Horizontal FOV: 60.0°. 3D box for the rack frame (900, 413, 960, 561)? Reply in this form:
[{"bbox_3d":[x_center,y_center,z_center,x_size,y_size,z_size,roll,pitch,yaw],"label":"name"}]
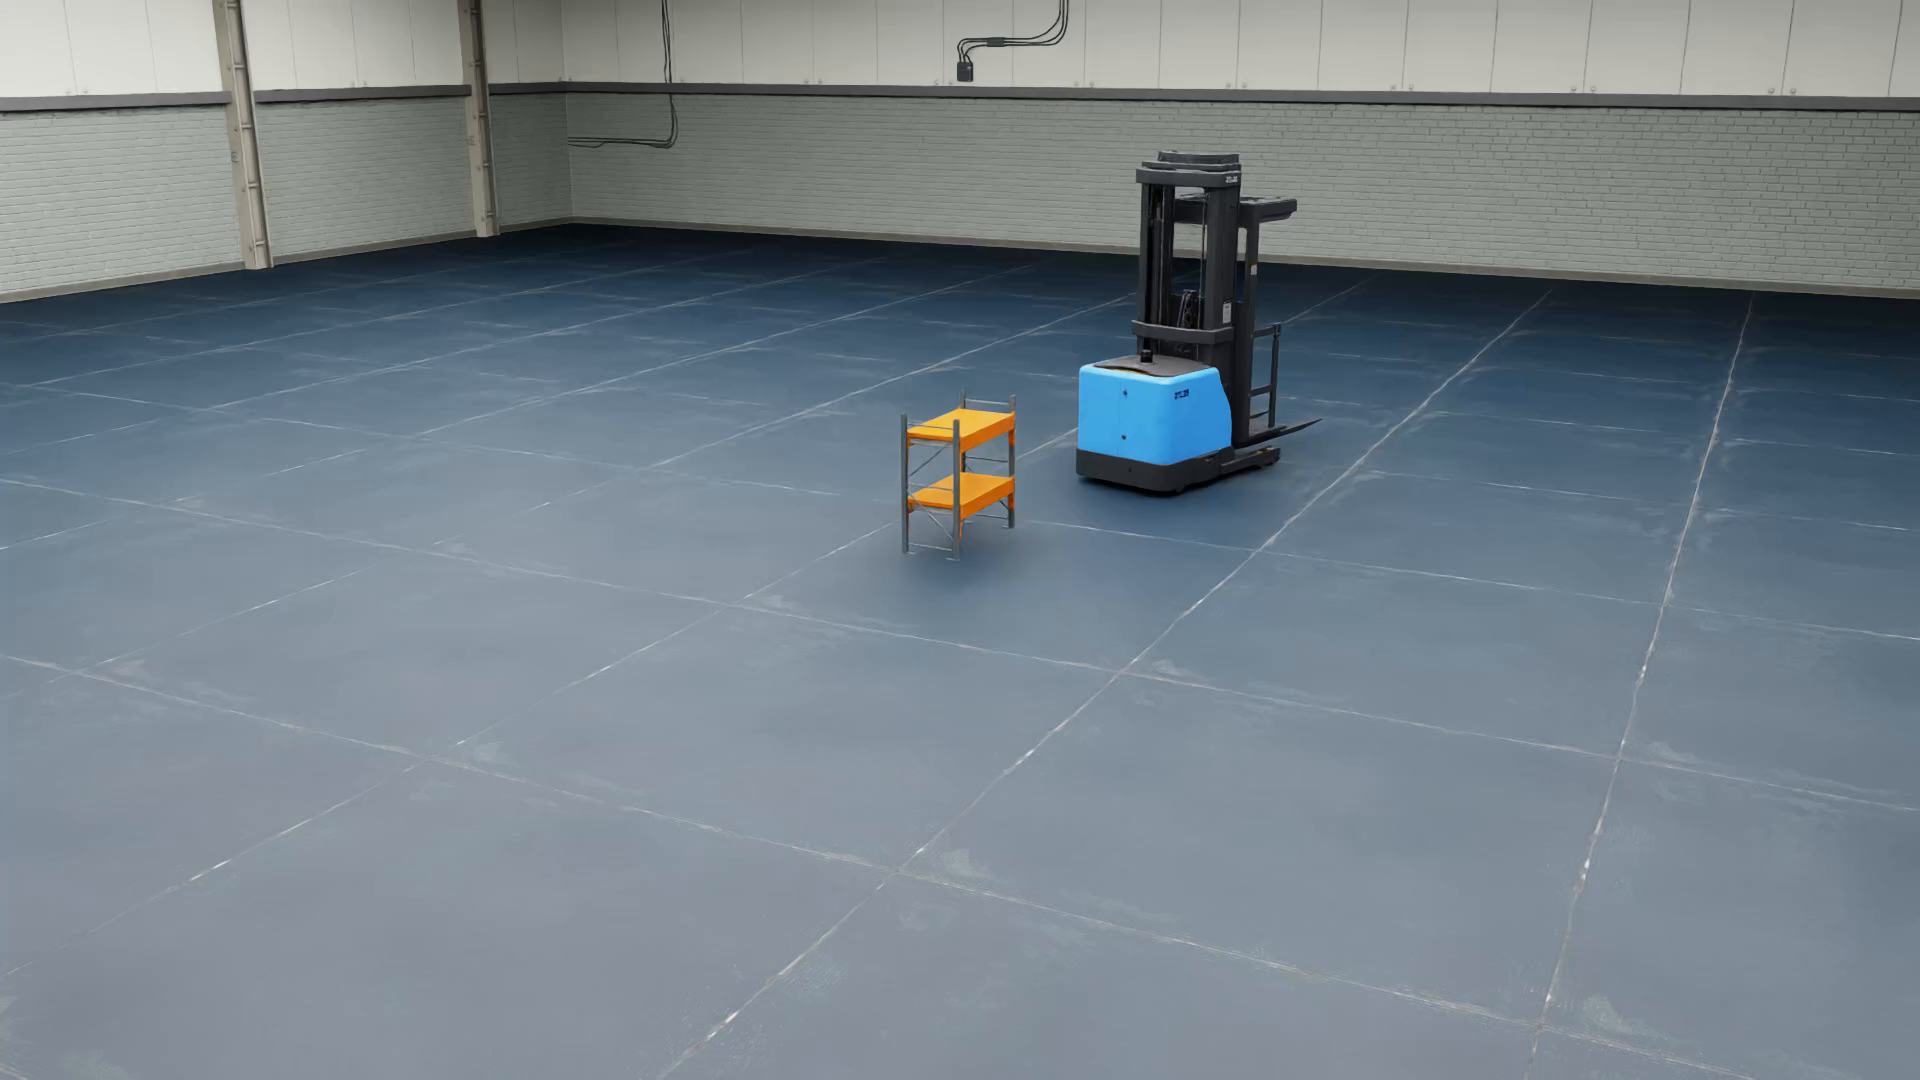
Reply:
[{"bbox_3d":[-0.230,-0.408,12.922,0.500,1.125,0.032,8,18,25],"label":"rack frame"}]

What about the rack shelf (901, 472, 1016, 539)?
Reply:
[{"bbox_3d":[-0.003,-0.303,13.428,0.538,0.278,1.000,8,18,25],"label":"rack shelf"}]

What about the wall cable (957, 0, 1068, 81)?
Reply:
[{"bbox_3d":[0.988,-11.761,31.342,2.305,6.003,0.169,8,18,25],"label":"wall cable"}]

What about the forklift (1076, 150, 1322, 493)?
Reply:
[{"bbox_3d":[2.428,-2.174,15.694,1.130,2.935,3.031,14,22,40],"label":"forklift"}]

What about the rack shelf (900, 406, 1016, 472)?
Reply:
[{"bbox_3d":[-0.003,-0.818,13.275,0.538,0.278,1.000,8,18,25],"label":"rack shelf"}]

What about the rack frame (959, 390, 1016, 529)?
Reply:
[{"bbox_3d":[0.224,-0.667,13.794,0.500,1.125,0.032,8,18,25],"label":"rack frame"}]

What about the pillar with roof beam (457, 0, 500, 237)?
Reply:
[{"bbox_3d":[-6.146,-10.212,32.102,9.100,9.000,0.400,8,18,25],"label":"pillar with roof beam"}]

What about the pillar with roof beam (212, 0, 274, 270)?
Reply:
[{"bbox_3d":[-8.827,-8.684,26.957,9.100,9.000,0.400,8,18,25],"label":"pillar with roof beam"}]

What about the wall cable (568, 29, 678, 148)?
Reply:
[{"bbox_3d":[-7.498,-9.854,36.349,3.097,2.526,0.112,8,18,25],"label":"wall cable"}]

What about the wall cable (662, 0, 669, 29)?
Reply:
[{"bbox_3d":[-5.078,-11.930,34.471,3.097,2.526,0.112,8,18,25],"label":"wall cable"}]

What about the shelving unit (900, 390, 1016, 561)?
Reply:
[{"bbox_3d":[-0.003,-0.537,13.358,0.538,1.125,1.048,8,18,25],"label":"shelving unit"}]
